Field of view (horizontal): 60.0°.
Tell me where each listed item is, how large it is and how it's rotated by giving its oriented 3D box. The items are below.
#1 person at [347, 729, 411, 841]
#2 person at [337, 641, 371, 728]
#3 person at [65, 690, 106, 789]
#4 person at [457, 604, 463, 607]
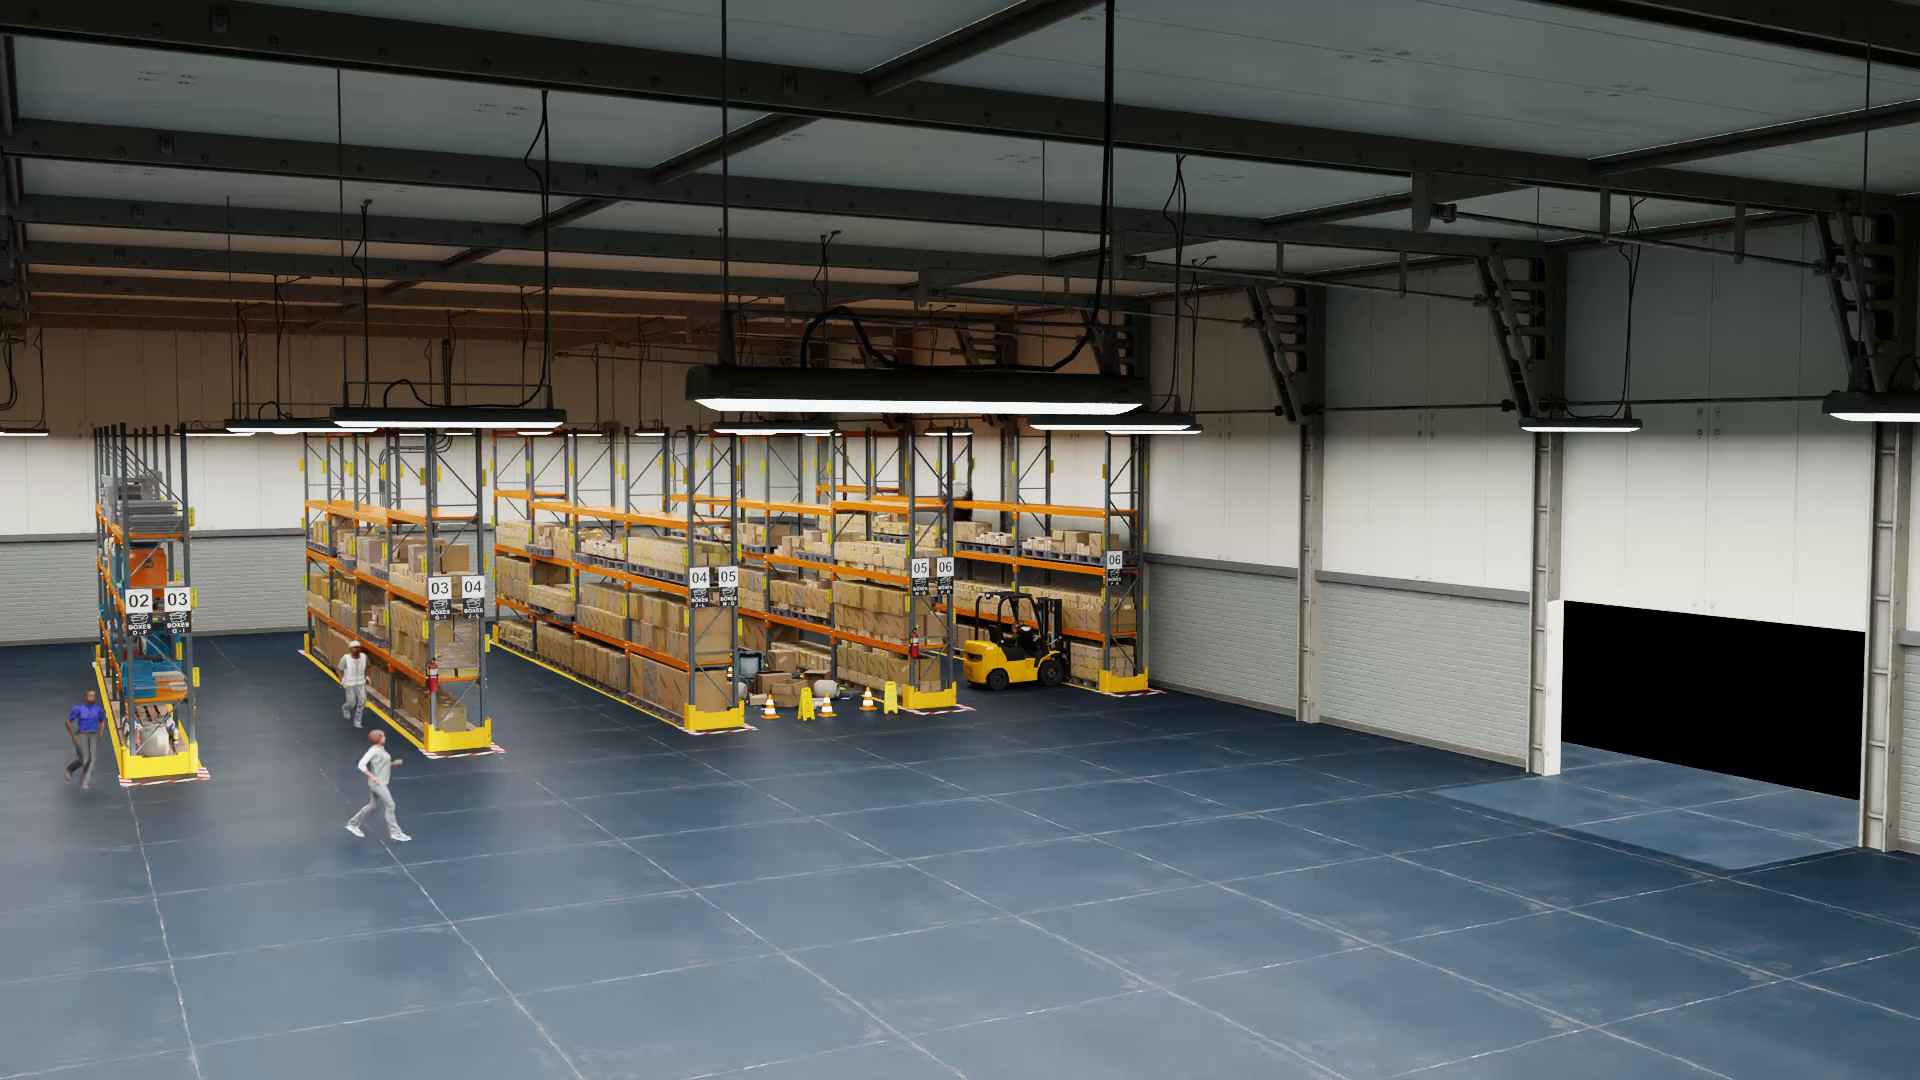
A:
[{"bbox_3d":[-8.246,3.472,23.550,0.878,1.596,0.531,-1,4,-13],"label":"person"},{"bbox_3d":[-12.047,2.856,33.082,0.669,1.733,0.695,-3,4,-36],"label":"person"},{"bbox_3d":[-14.387,3.286,27.430,0.550,1.639,0.579,2,4,35],"label":"person"},{"bbox_3d":[-13.145,2.164,44.327,0.643,1.744,0.583,-2,4,-30],"label":"person"}]
